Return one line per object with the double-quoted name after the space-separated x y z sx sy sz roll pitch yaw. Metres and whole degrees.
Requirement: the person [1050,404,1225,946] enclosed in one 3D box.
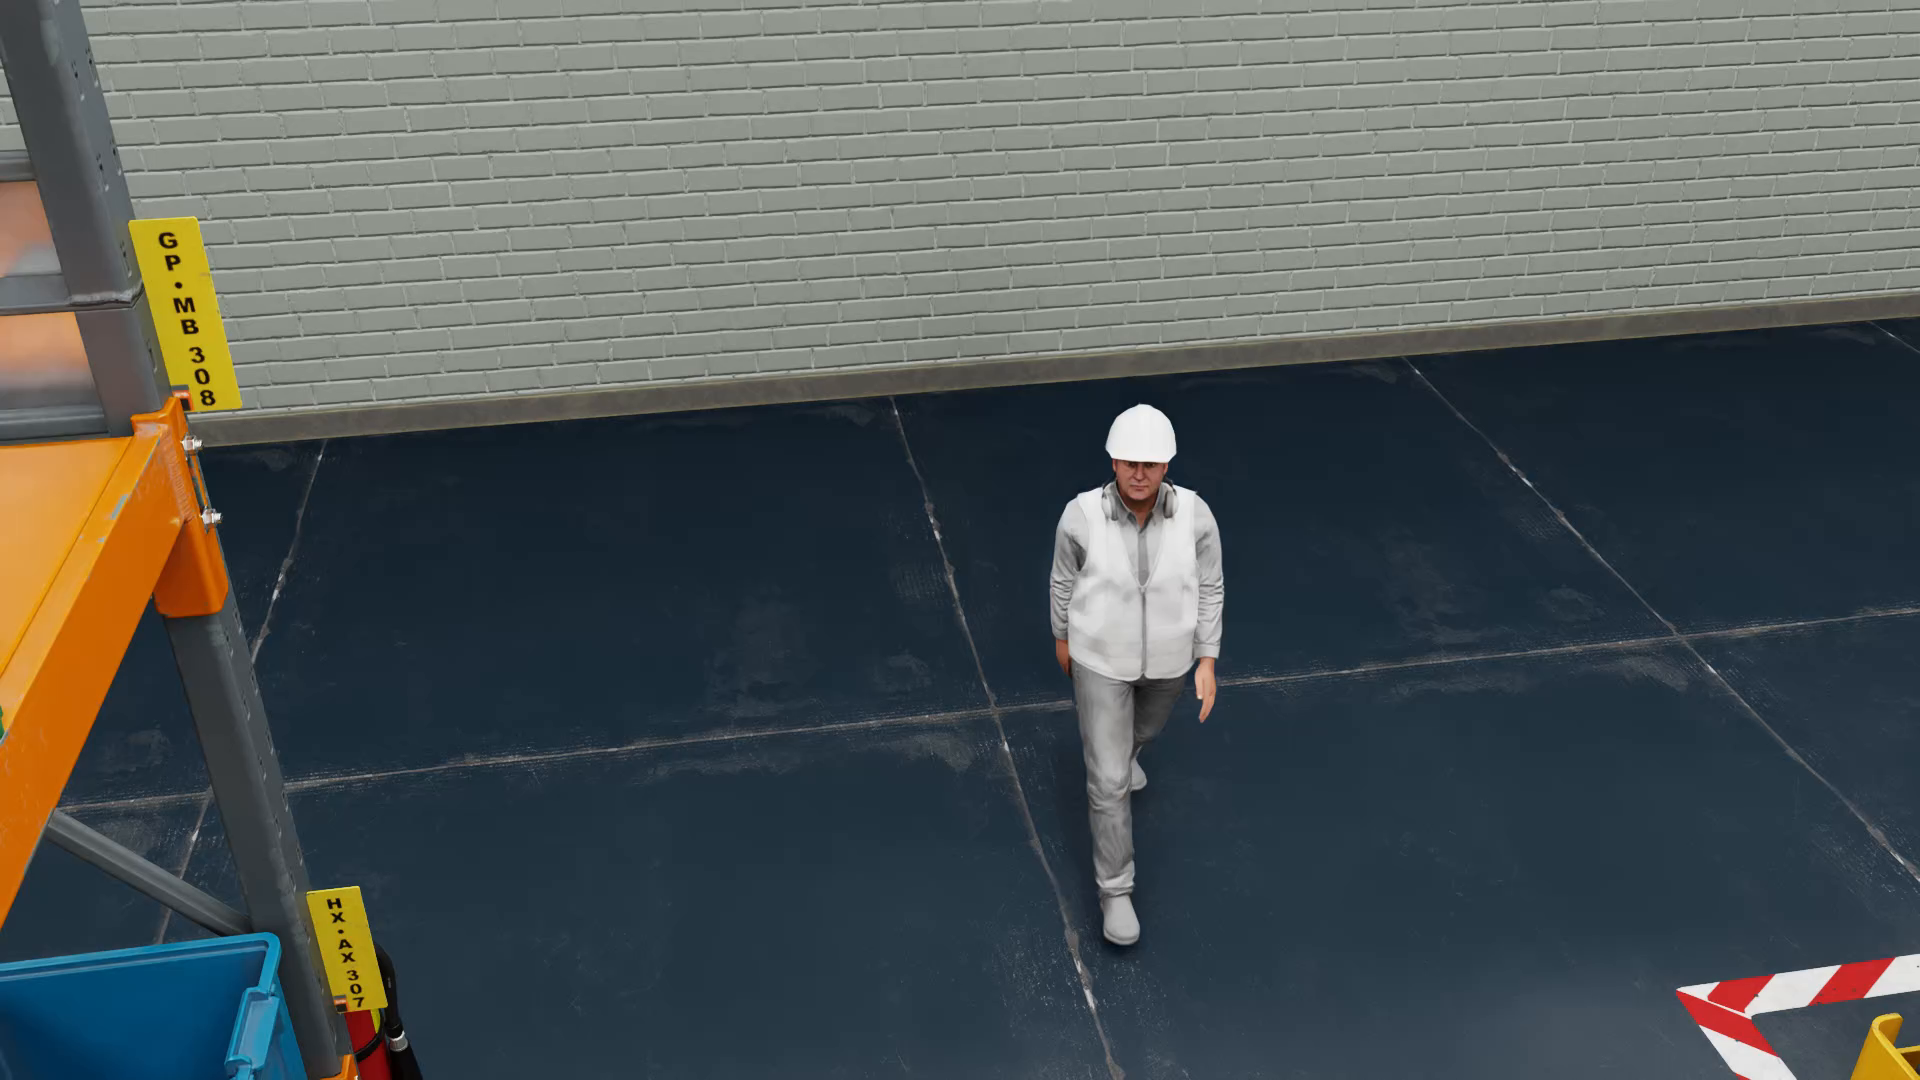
0.582 0.367 5.486 0.546 1.725 1.054 -4 31 -6 "person"
